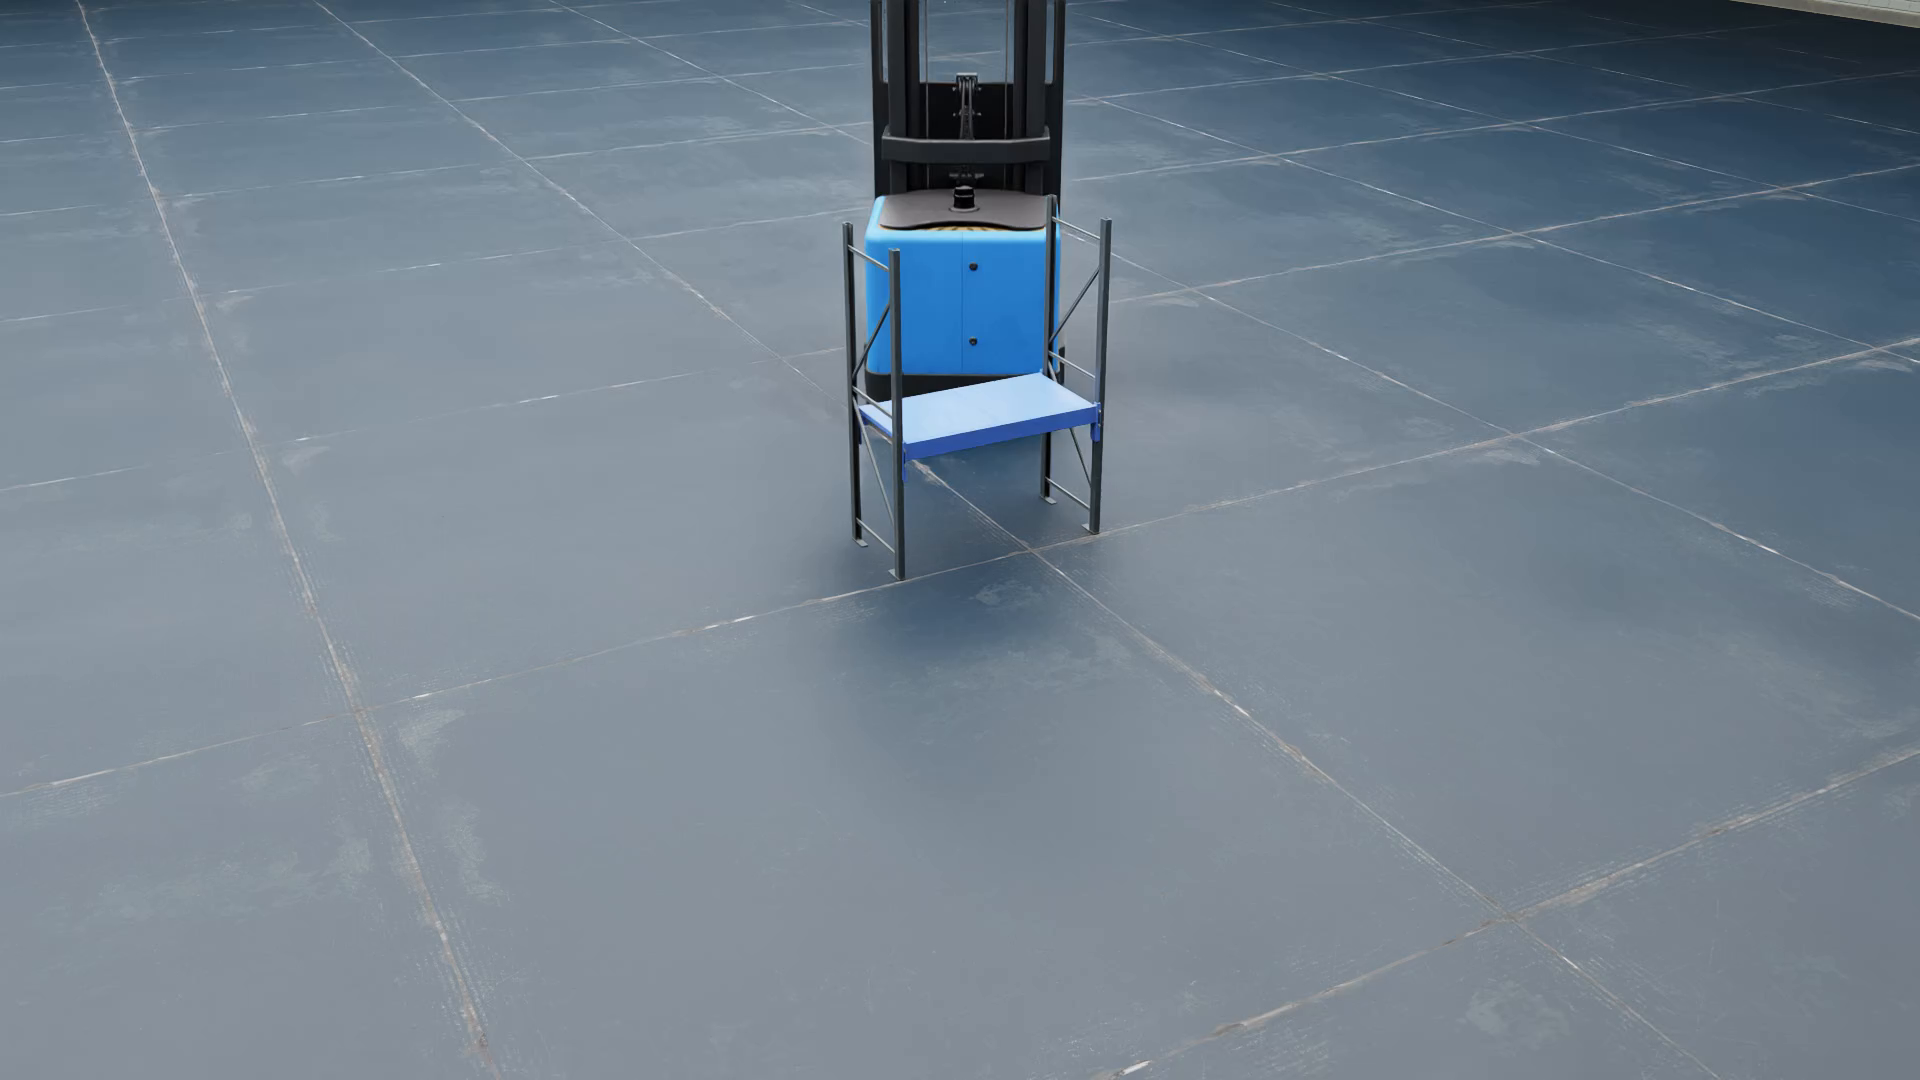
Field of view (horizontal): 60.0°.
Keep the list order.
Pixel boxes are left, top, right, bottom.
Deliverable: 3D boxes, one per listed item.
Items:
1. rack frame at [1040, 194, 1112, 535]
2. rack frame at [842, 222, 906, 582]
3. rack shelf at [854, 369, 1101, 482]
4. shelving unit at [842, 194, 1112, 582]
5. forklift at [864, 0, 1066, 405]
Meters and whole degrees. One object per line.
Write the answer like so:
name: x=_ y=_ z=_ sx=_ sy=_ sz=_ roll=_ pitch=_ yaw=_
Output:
rack frame: x=0.524 y=-0.797 z=7.677 sx=0.032 sy=1.500 sz=0.500 roll=-13 pitch=29 yaw=-25
rack frame: x=-0.373 y=-0.590 z=7.246 sx=0.032 sy=1.500 sz=0.500 roll=-13 pitch=29 yaw=-25
rack shelf: x=0.075 y=-0.531 z=7.539 sx=1.000 sy=0.185 sz=0.538 roll=-13 pitch=29 yaw=-25
shelving unit: x=0.075 y=-0.693 z=7.462 sx=1.048 sy=1.500 sz=0.538 roll=-13 pitch=29 yaw=-25
forklift: x=0.051 y=-2.575 z=9.727 sx=1.130 sy=2.935 sz=3.031 roll=1 pitch=26 yaw=1
